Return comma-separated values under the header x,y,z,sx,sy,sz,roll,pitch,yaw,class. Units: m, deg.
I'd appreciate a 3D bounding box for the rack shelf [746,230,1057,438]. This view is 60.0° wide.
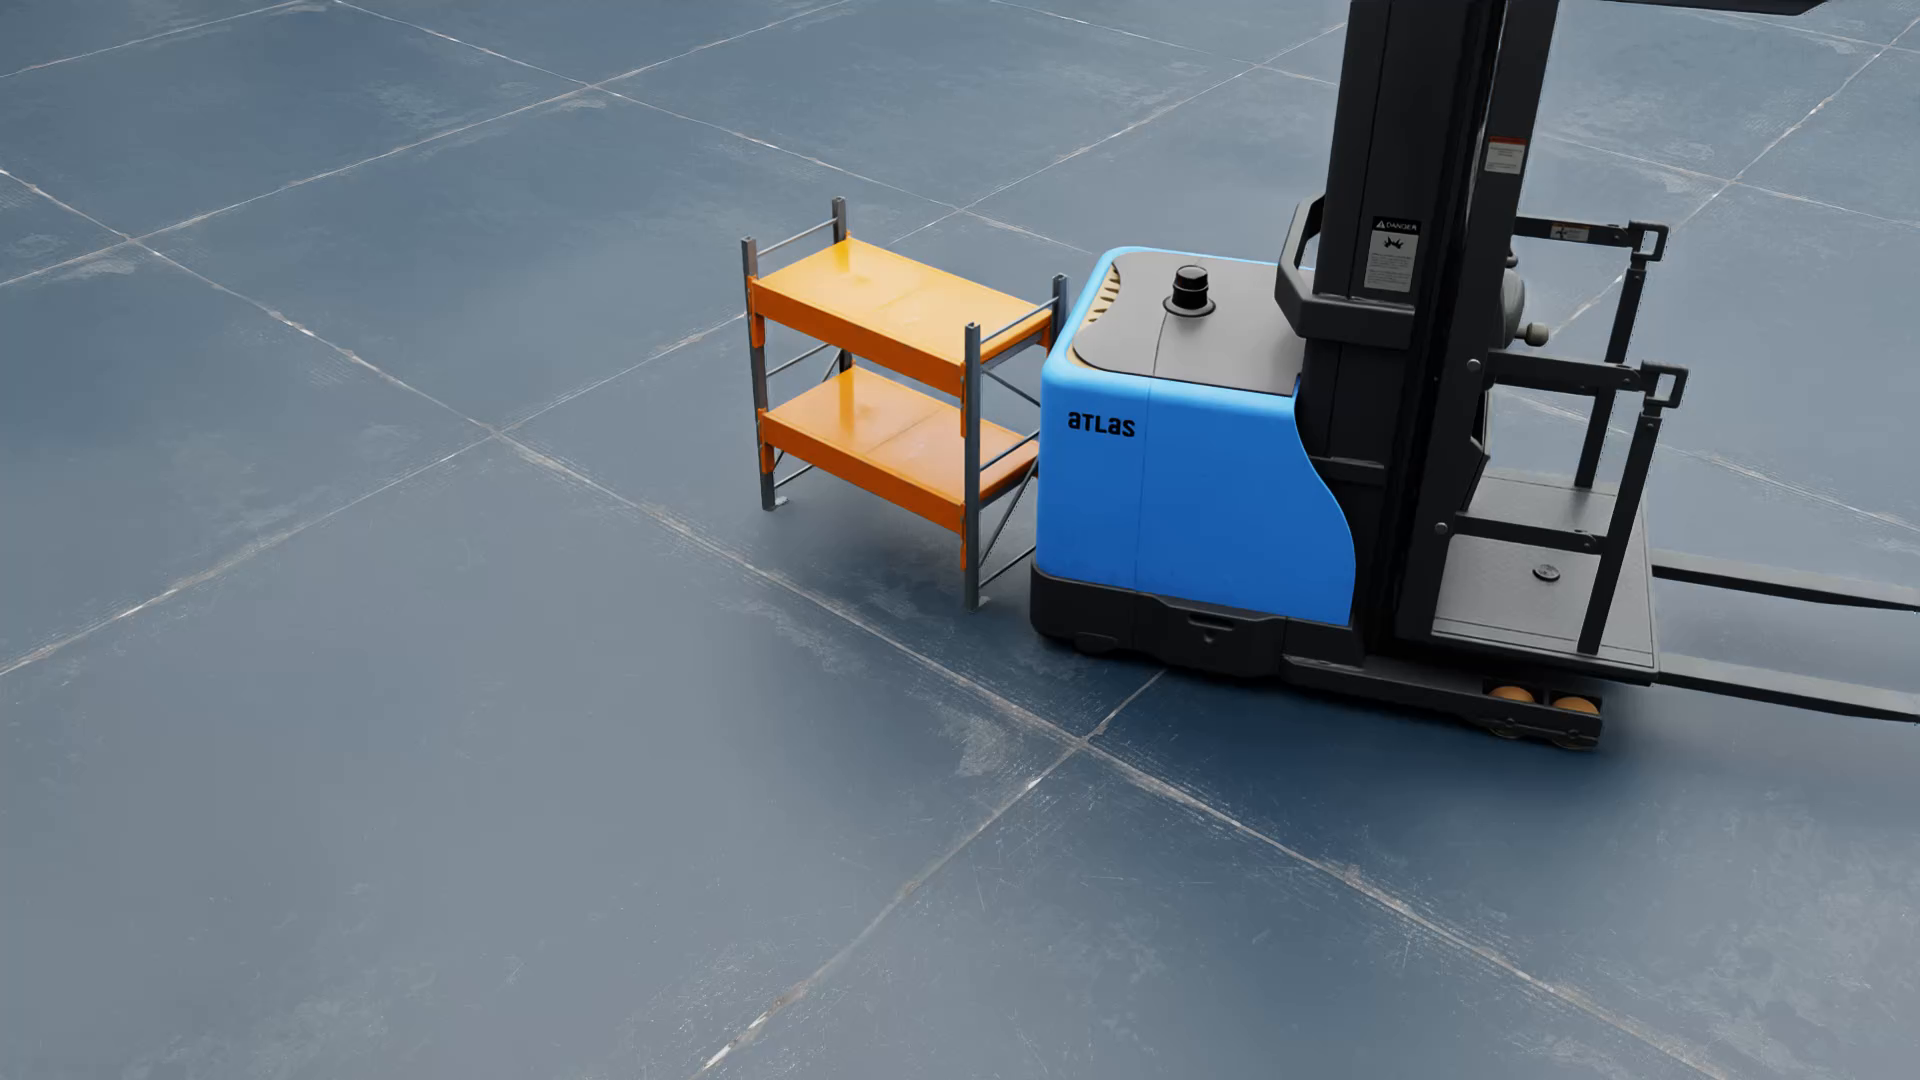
x,y,z,sx,sy,sz,roll,pitch,yaw,class
-0.202,-0.742,5.820,1.000,0.278,0.538,25,42,32,rack shelf

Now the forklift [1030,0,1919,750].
x,y,z,sx,sy,sz,roll,pitch,yaw,class
1.815,-0.880,4.942,3.031,2.935,1.130,10,36,14,forklift

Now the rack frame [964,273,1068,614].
x,y,z,sx,sy,sz,roll,pitch,yaw,class
0.187,-0.316,5.716,0.032,1.125,0.500,25,42,32,rack frame

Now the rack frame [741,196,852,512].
x,y,z,sx,sy,sz,roll,pitch,yaw,class
-0.591,-0.686,6.255,0.032,1.125,0.500,25,42,32,rack frame

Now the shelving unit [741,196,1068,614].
x,y,z,sx,sy,sz,roll,pitch,yaw,class
-0.202,-0.501,5.986,1.048,1.125,0.538,25,42,32,shelving unit

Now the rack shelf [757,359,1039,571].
x,y,z,sx,sy,sz,roll,pitch,yaw,class
-0.202,-0.299,6.124,1.000,0.278,0.538,25,42,32,rack shelf
